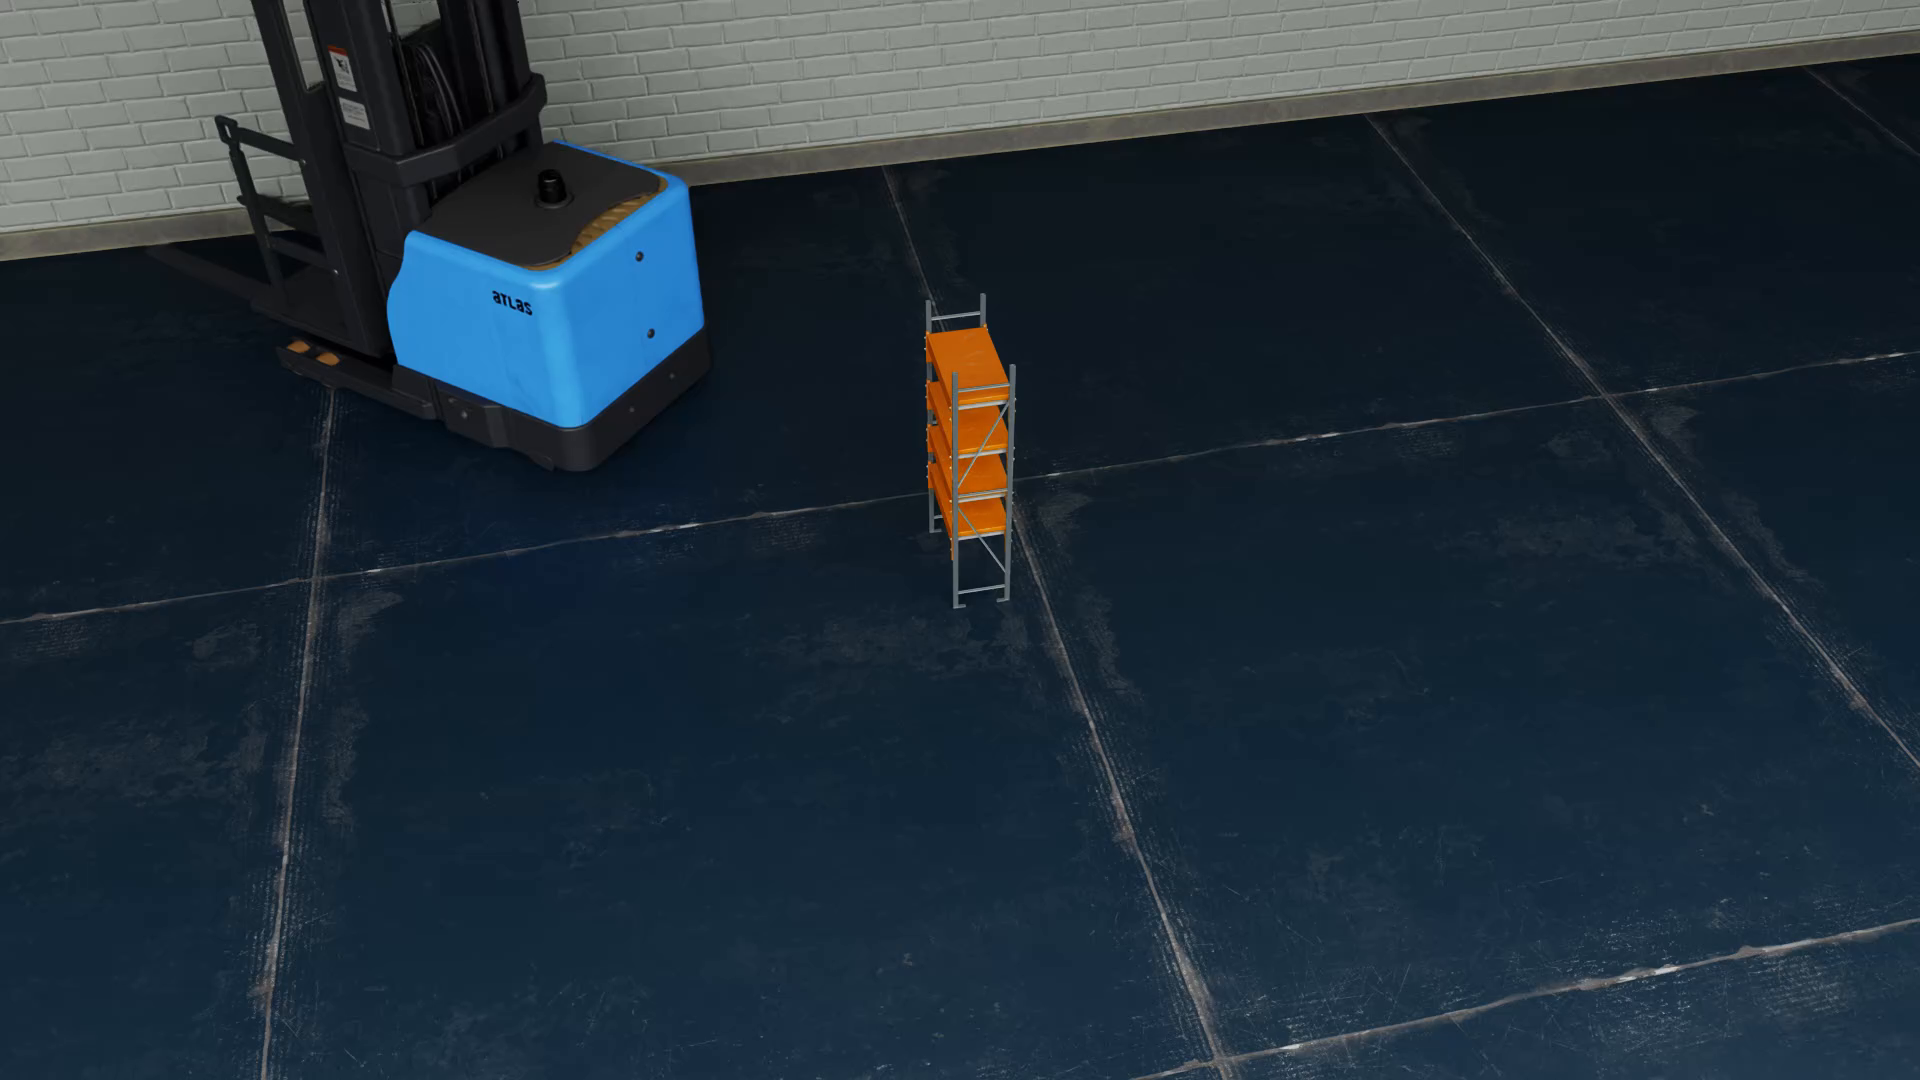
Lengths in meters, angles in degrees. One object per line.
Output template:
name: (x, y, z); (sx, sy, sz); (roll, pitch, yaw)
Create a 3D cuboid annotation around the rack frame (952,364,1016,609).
rack frame: (0.088, -0.183, 6.553); (0.240, 1.200, 0.015); (-8, 42, -9)

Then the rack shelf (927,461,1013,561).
rack shelf: (0.036, -0.143, 6.907); (0.258, 0.148, 0.480); (-8, 42, -9)

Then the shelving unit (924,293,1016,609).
shelving unit: (0.036, -0.341, 6.731); (0.258, 1.200, 0.503); (-8, 42, -9)

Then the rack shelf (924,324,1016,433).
rack shelf: (0.036, -0.635, 6.470); (0.258, 0.148, 0.480); (-8, 42, -9)

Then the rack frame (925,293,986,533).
rack frame: (-0.017, -0.500, 6.909); (0.240, 1.200, 0.015); (-8, 42, -9)

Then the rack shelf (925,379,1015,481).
rack shelf: (0.036, -0.458, 6.627); (0.258, 0.148, 0.480); (-8, 42, -9)

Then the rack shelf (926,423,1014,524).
rack shelf: (0.036, -0.291, 6.775); (0.258, 0.148, 0.480); (-8, 42, -9)

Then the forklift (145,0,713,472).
forklift: (-2.741, -2.123, 7.433); (3.031, 2.935, 1.130); (21, 46, 22)
